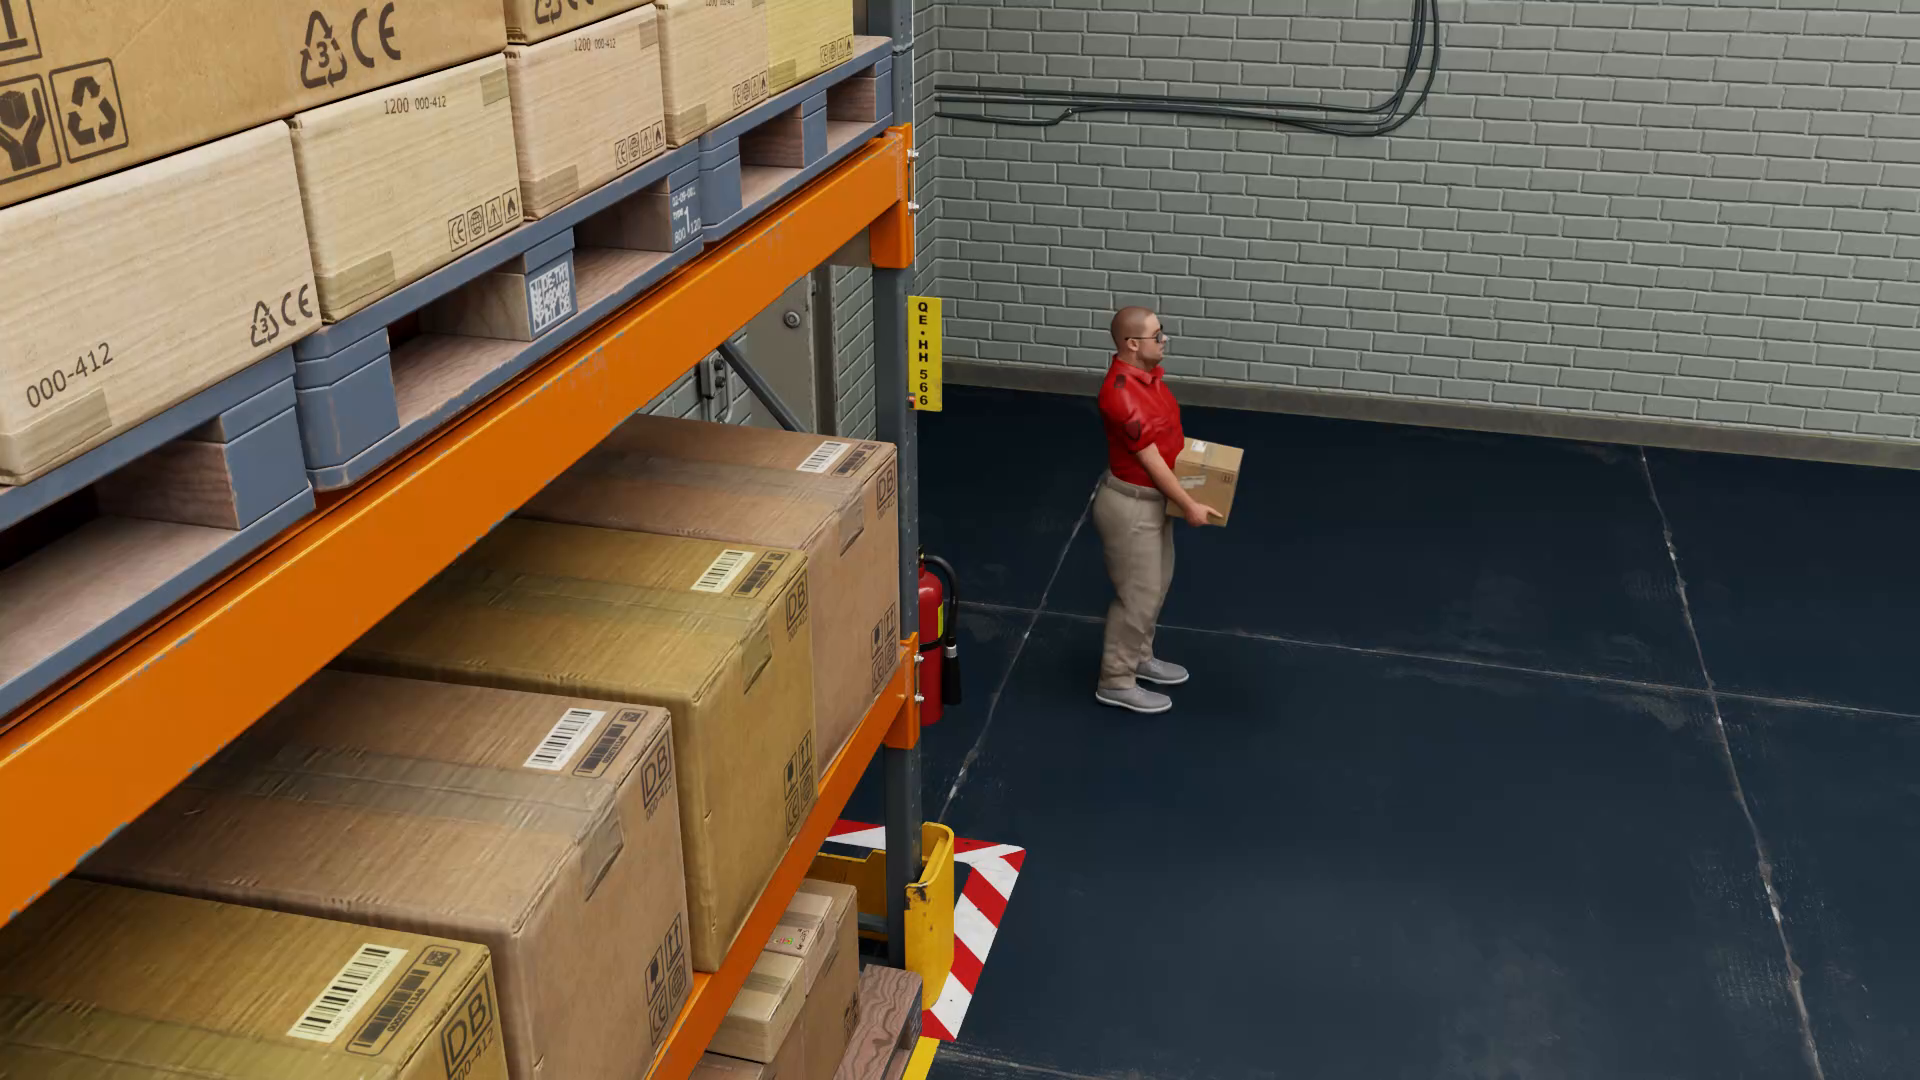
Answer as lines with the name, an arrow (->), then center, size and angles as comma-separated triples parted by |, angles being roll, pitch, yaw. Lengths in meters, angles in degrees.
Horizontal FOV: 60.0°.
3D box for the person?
person -> 0.839, -0.125, 6.908 | 0.530, 1.719, 0.493 | 7, 26, 14
